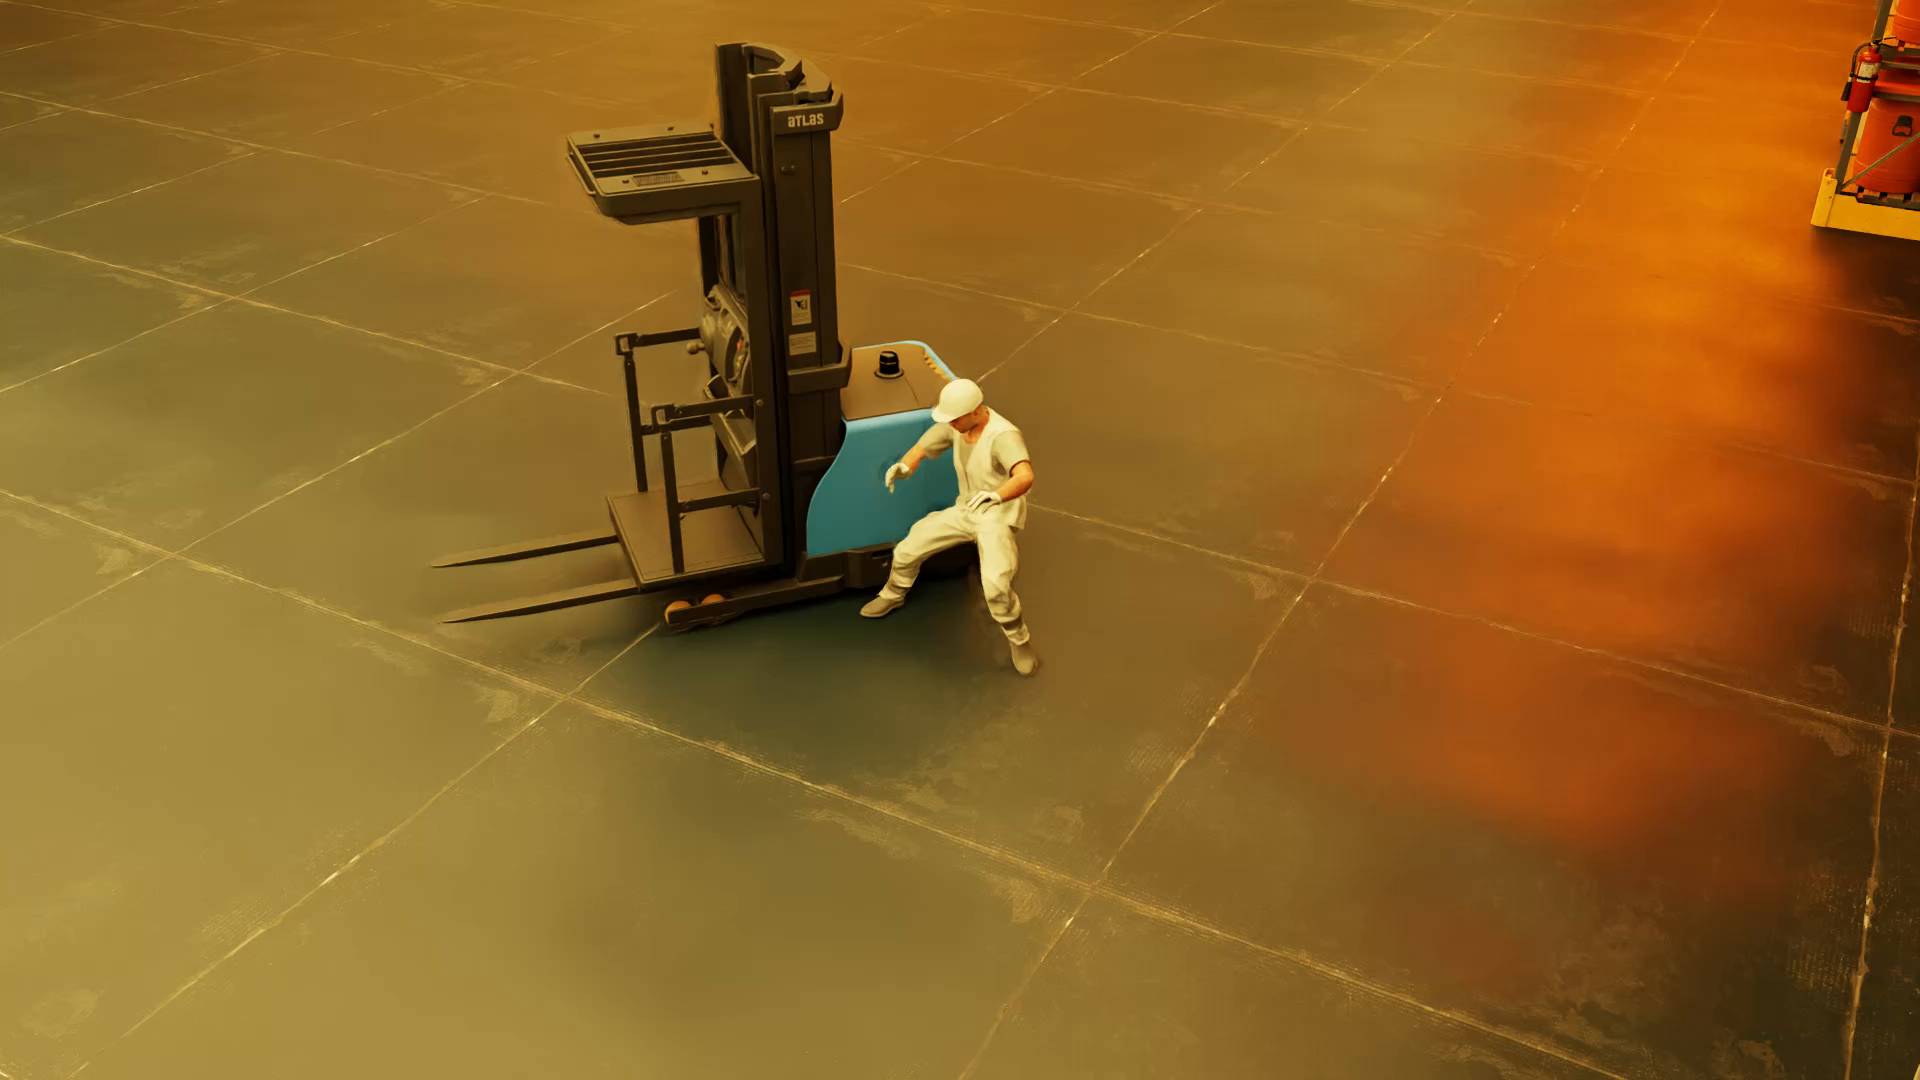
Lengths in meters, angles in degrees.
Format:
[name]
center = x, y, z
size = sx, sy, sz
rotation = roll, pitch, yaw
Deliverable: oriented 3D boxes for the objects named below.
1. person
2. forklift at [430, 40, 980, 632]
[person]
center = -0.019, -0.116, 8.697
size = 0.734, 1.535, 1.069
rotation = -22, 36, -33
[forklift]
center = -1.445, -1.064, 8.914
size = 3.031, 2.935, 1.130
rotation = -11, 32, -18
